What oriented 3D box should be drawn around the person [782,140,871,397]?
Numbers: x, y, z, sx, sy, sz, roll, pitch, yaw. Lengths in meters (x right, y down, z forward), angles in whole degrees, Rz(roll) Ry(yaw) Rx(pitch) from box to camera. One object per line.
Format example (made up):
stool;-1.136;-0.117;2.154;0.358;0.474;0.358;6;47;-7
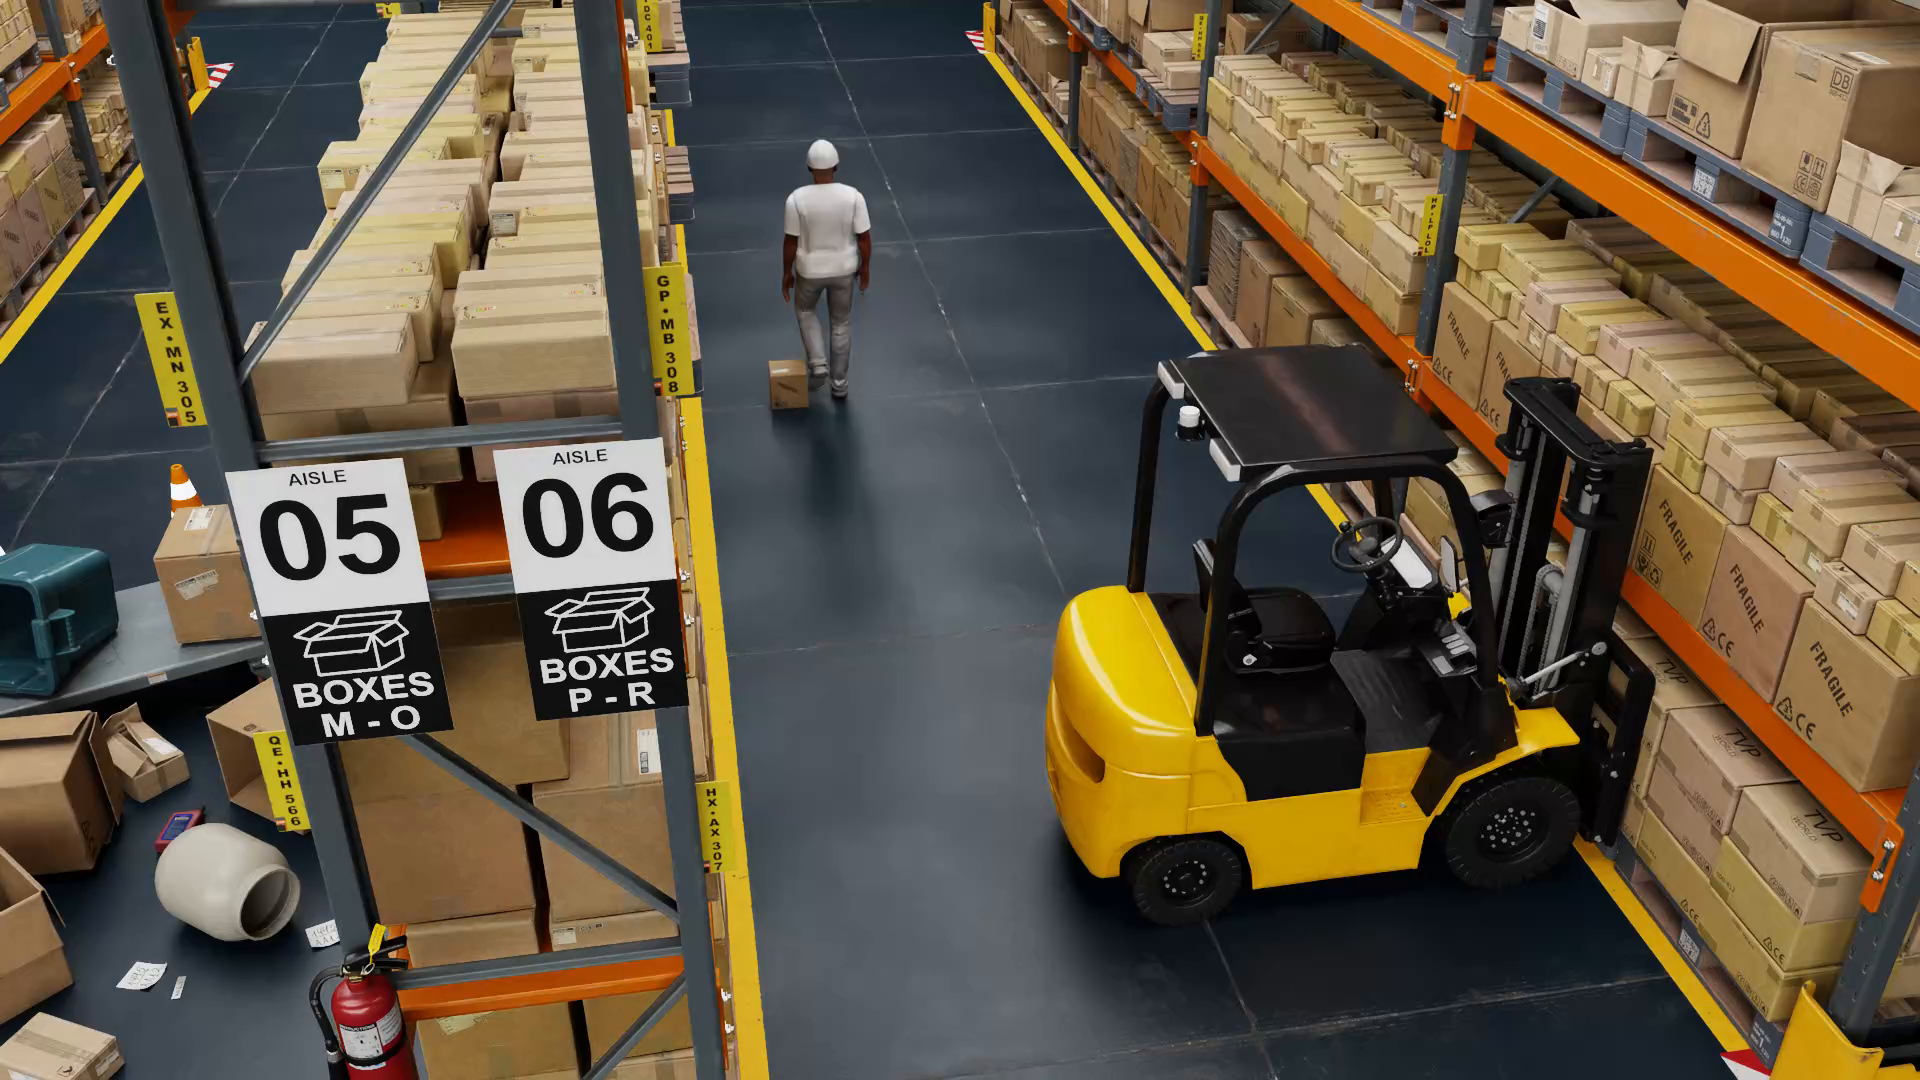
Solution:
person;-0.901;-1.821;11.175;0.609;1.790;0.460;-3;31;-6
